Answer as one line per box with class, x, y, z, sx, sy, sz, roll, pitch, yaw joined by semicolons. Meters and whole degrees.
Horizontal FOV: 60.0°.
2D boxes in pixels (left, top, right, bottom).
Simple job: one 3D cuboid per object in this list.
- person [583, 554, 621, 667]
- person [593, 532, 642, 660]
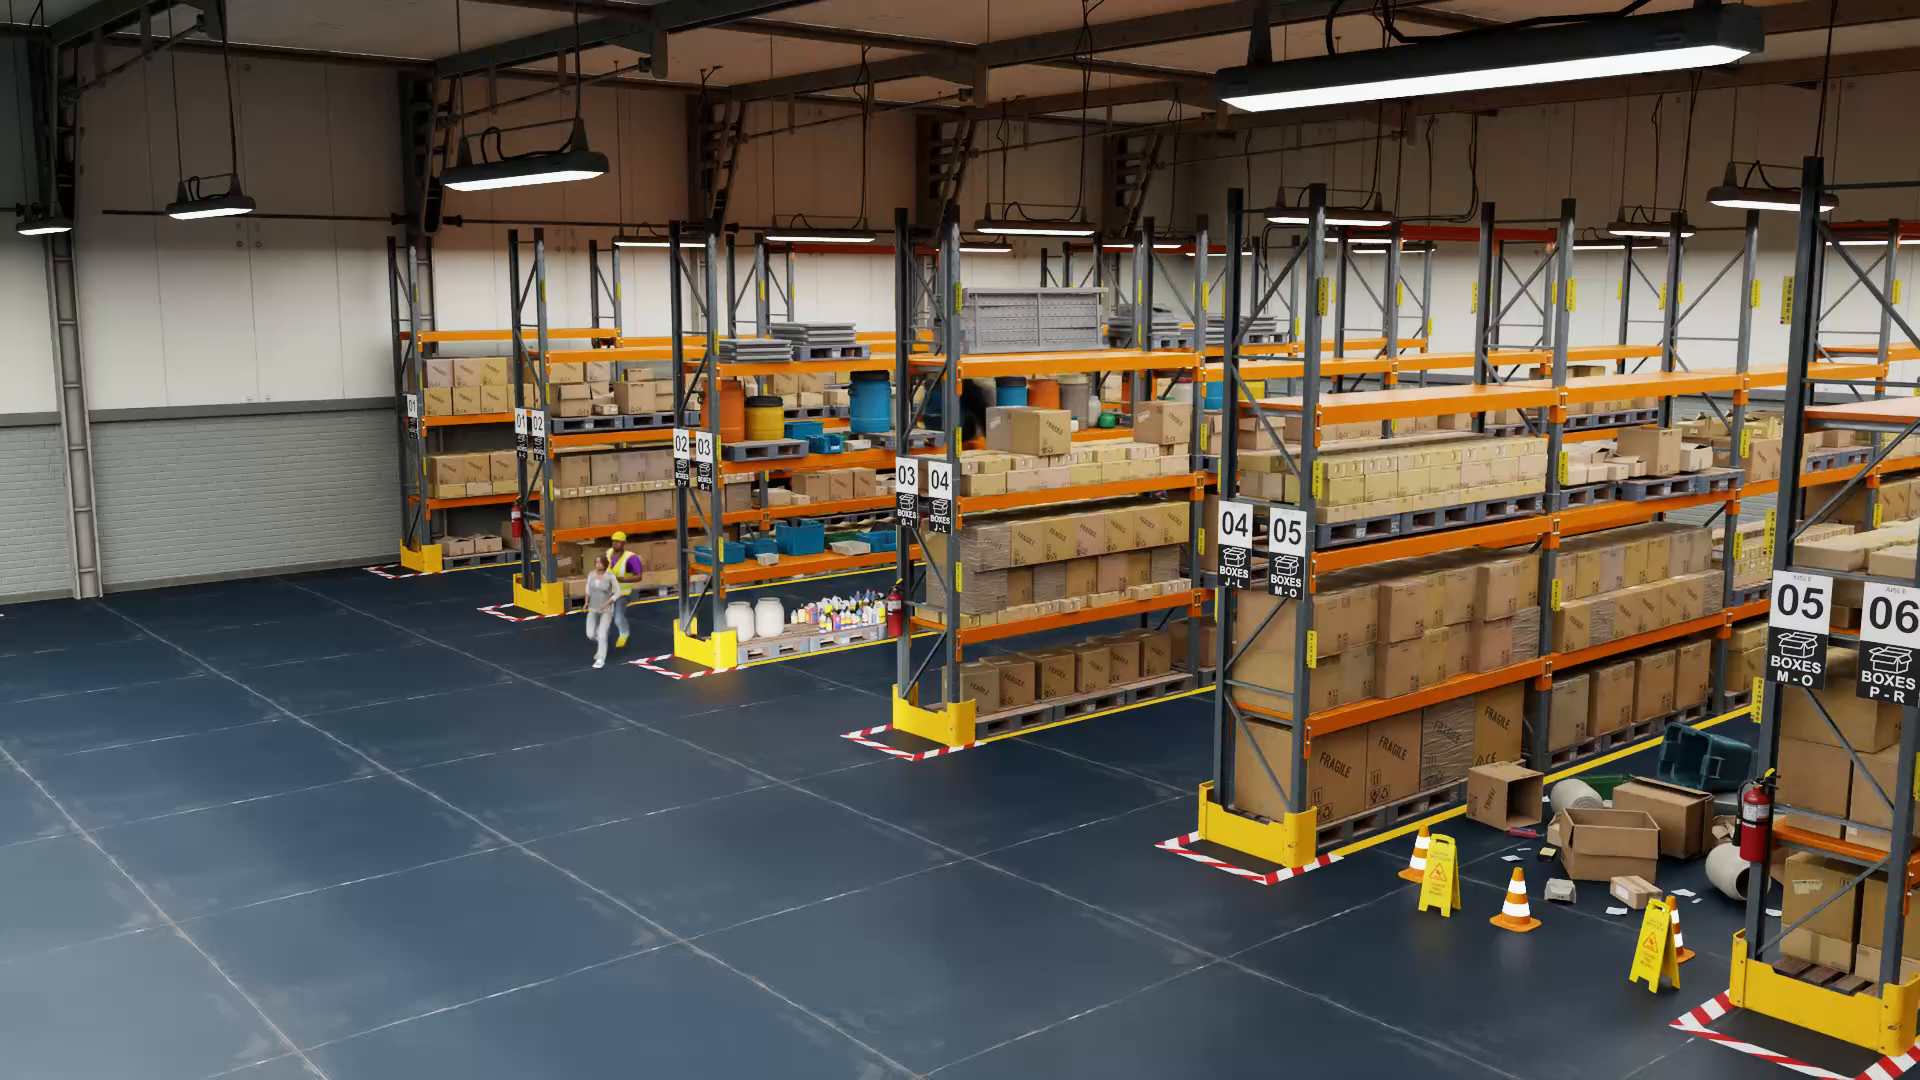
person;-4.852;0.955;22.561;0.536;1.543;0.541;1;9;9
person;-4.762;0.753;23.277;0.725;1.780;0.884;2;9;15
